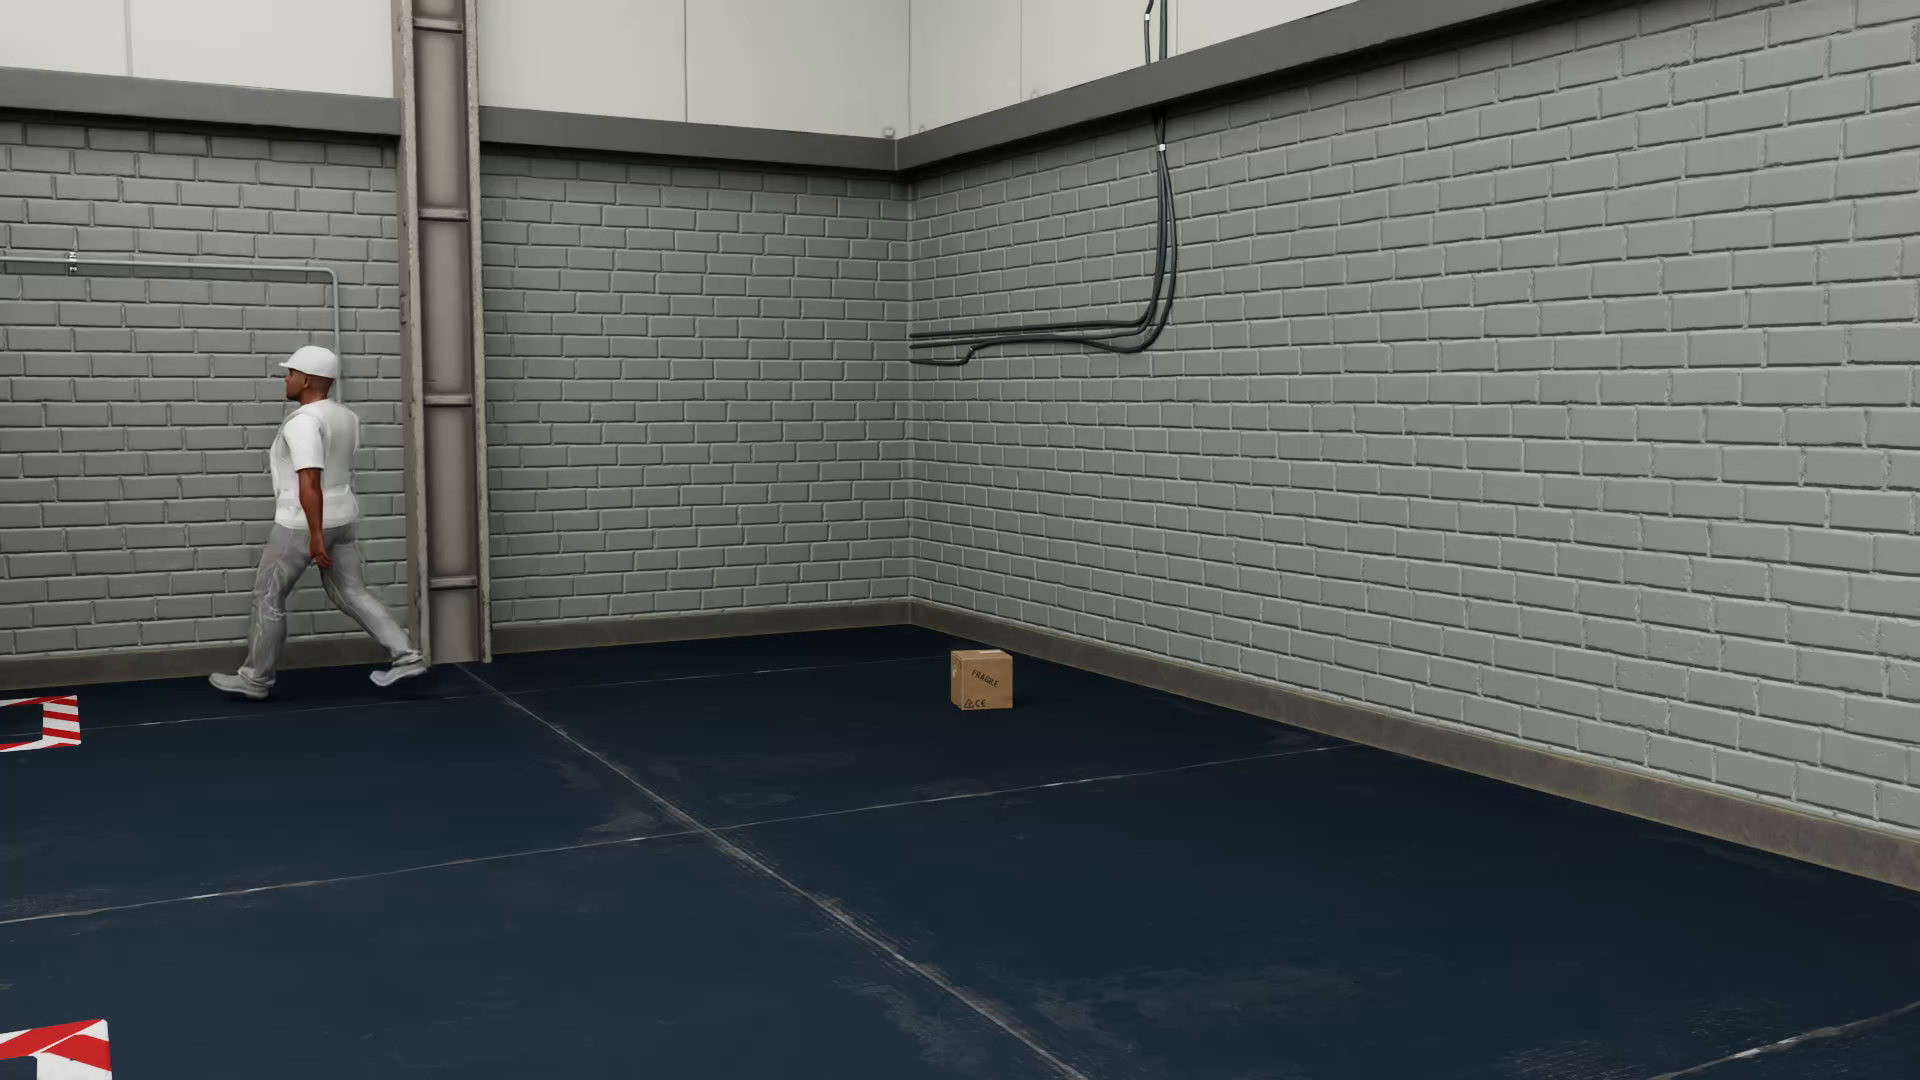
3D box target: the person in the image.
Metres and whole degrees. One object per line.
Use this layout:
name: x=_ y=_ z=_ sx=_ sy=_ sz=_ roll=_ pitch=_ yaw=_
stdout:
person: x=-3.159 y=-0.083 z=8.131 sx=1.068 sy=1.724 sz=0.559 roll=1 pitch=5 yaw=12
